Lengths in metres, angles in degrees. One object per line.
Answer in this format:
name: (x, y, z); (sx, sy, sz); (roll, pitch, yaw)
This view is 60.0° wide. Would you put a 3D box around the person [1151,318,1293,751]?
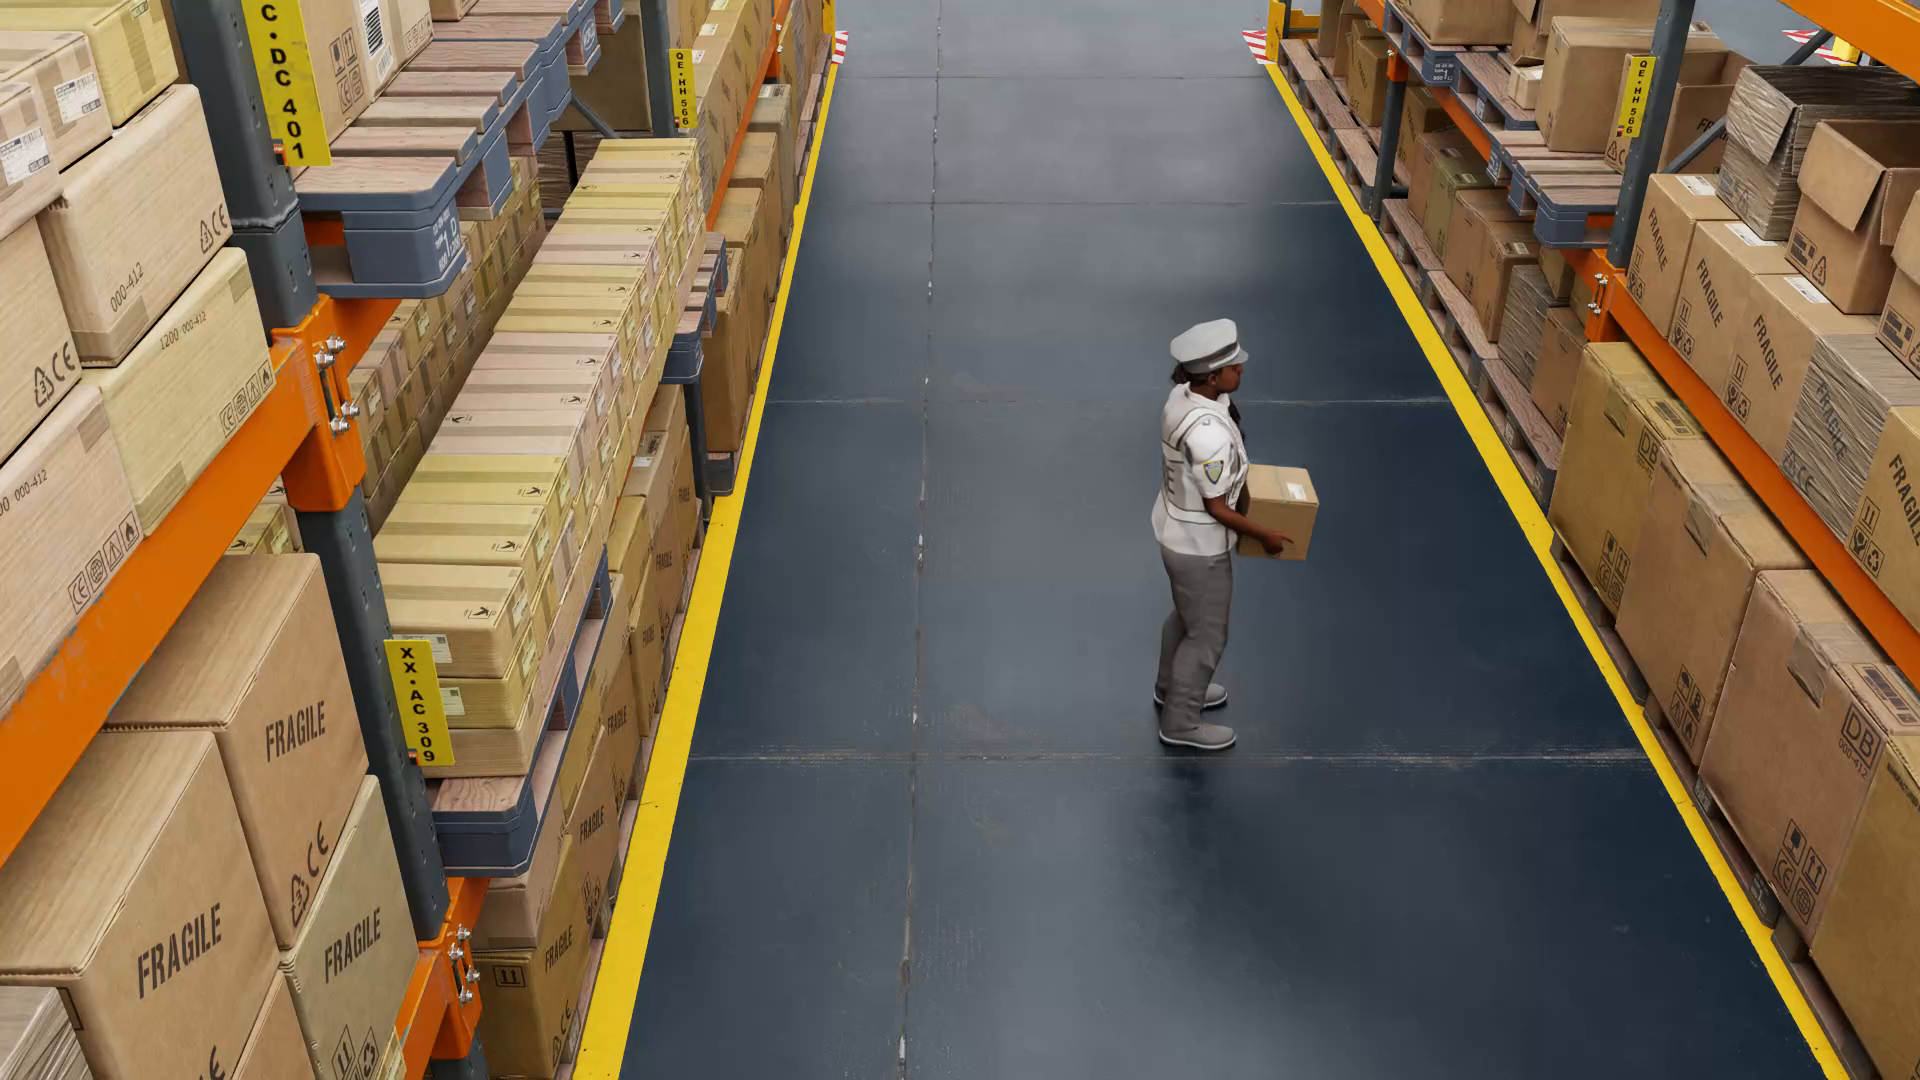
person: (0.956, -0.017, 6.132); (0.497, 1.692, 0.470); (0, 32, -1)
